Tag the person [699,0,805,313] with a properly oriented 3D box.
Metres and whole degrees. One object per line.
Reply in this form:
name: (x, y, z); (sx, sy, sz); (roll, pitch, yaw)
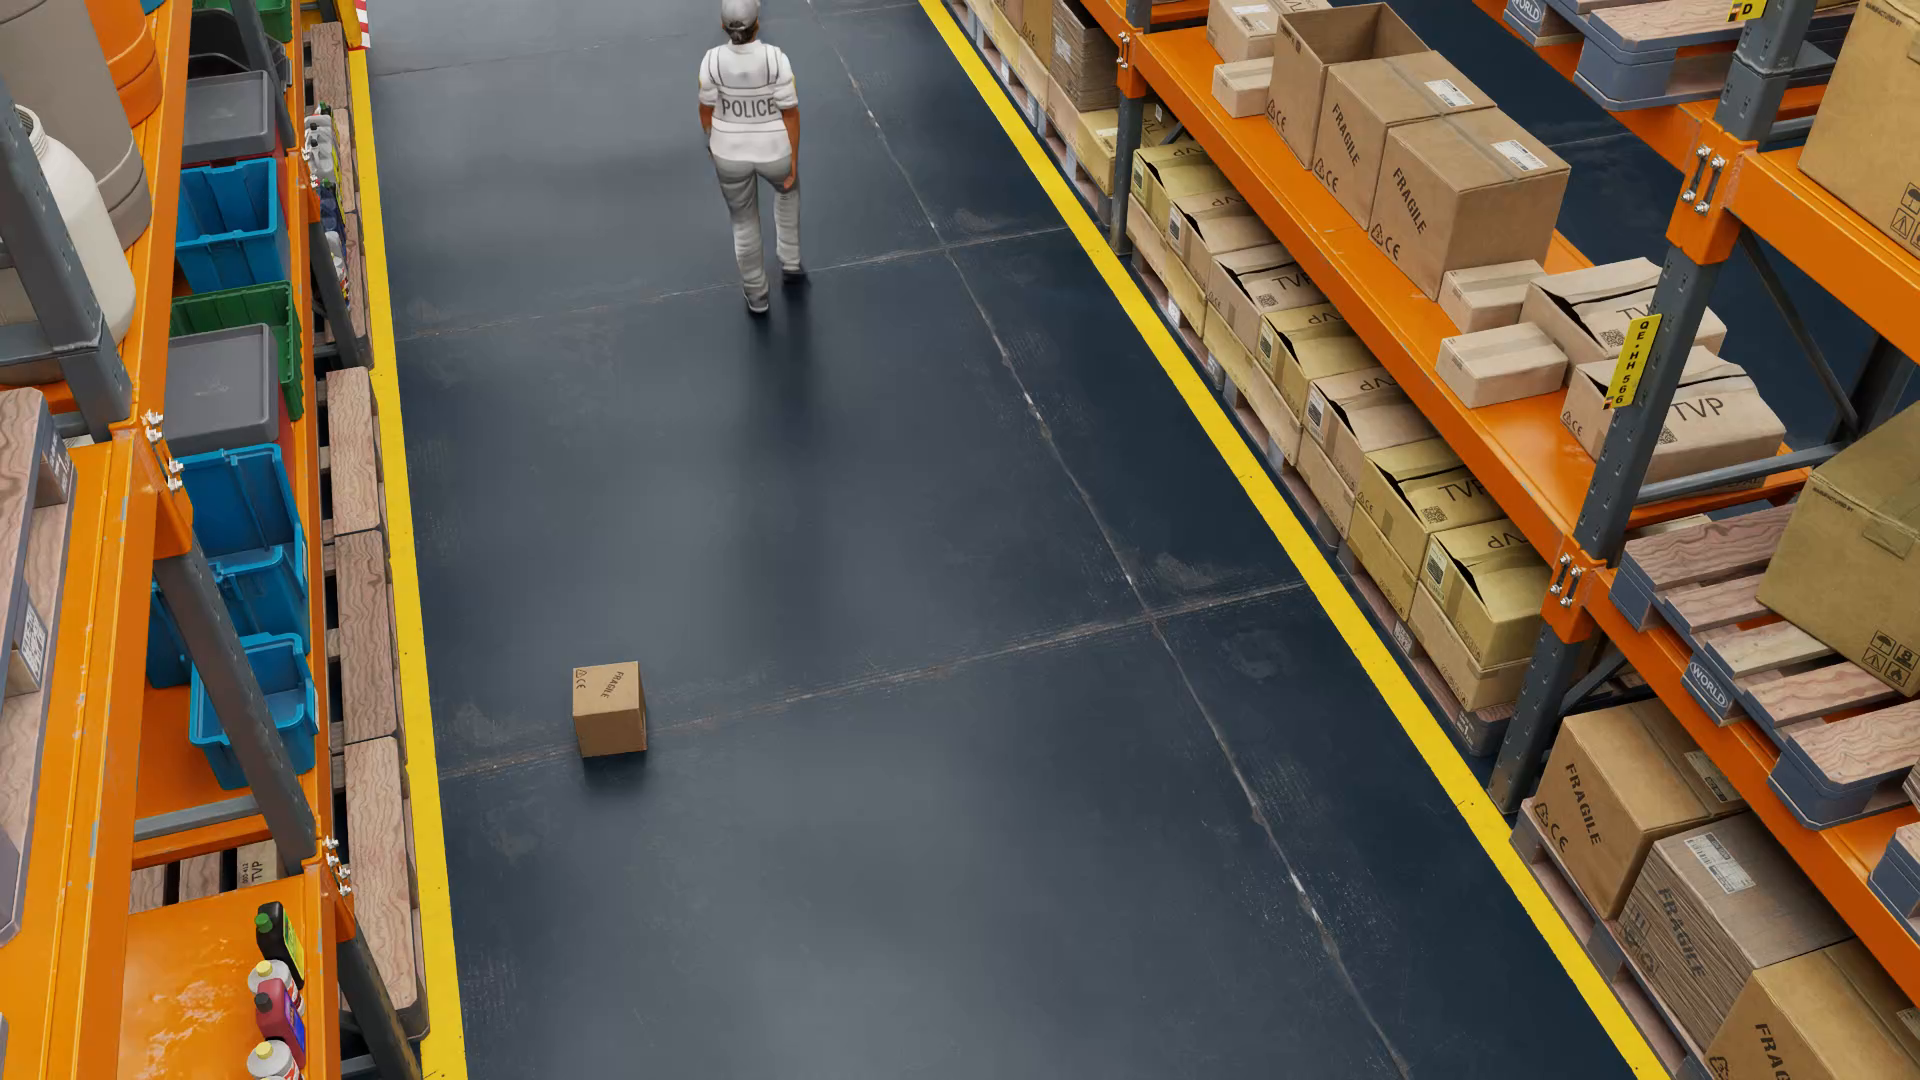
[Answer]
person: (-1.030, -1.923, 8.285); (0.482, 1.733, 0.529); (-5, 43, -6)
